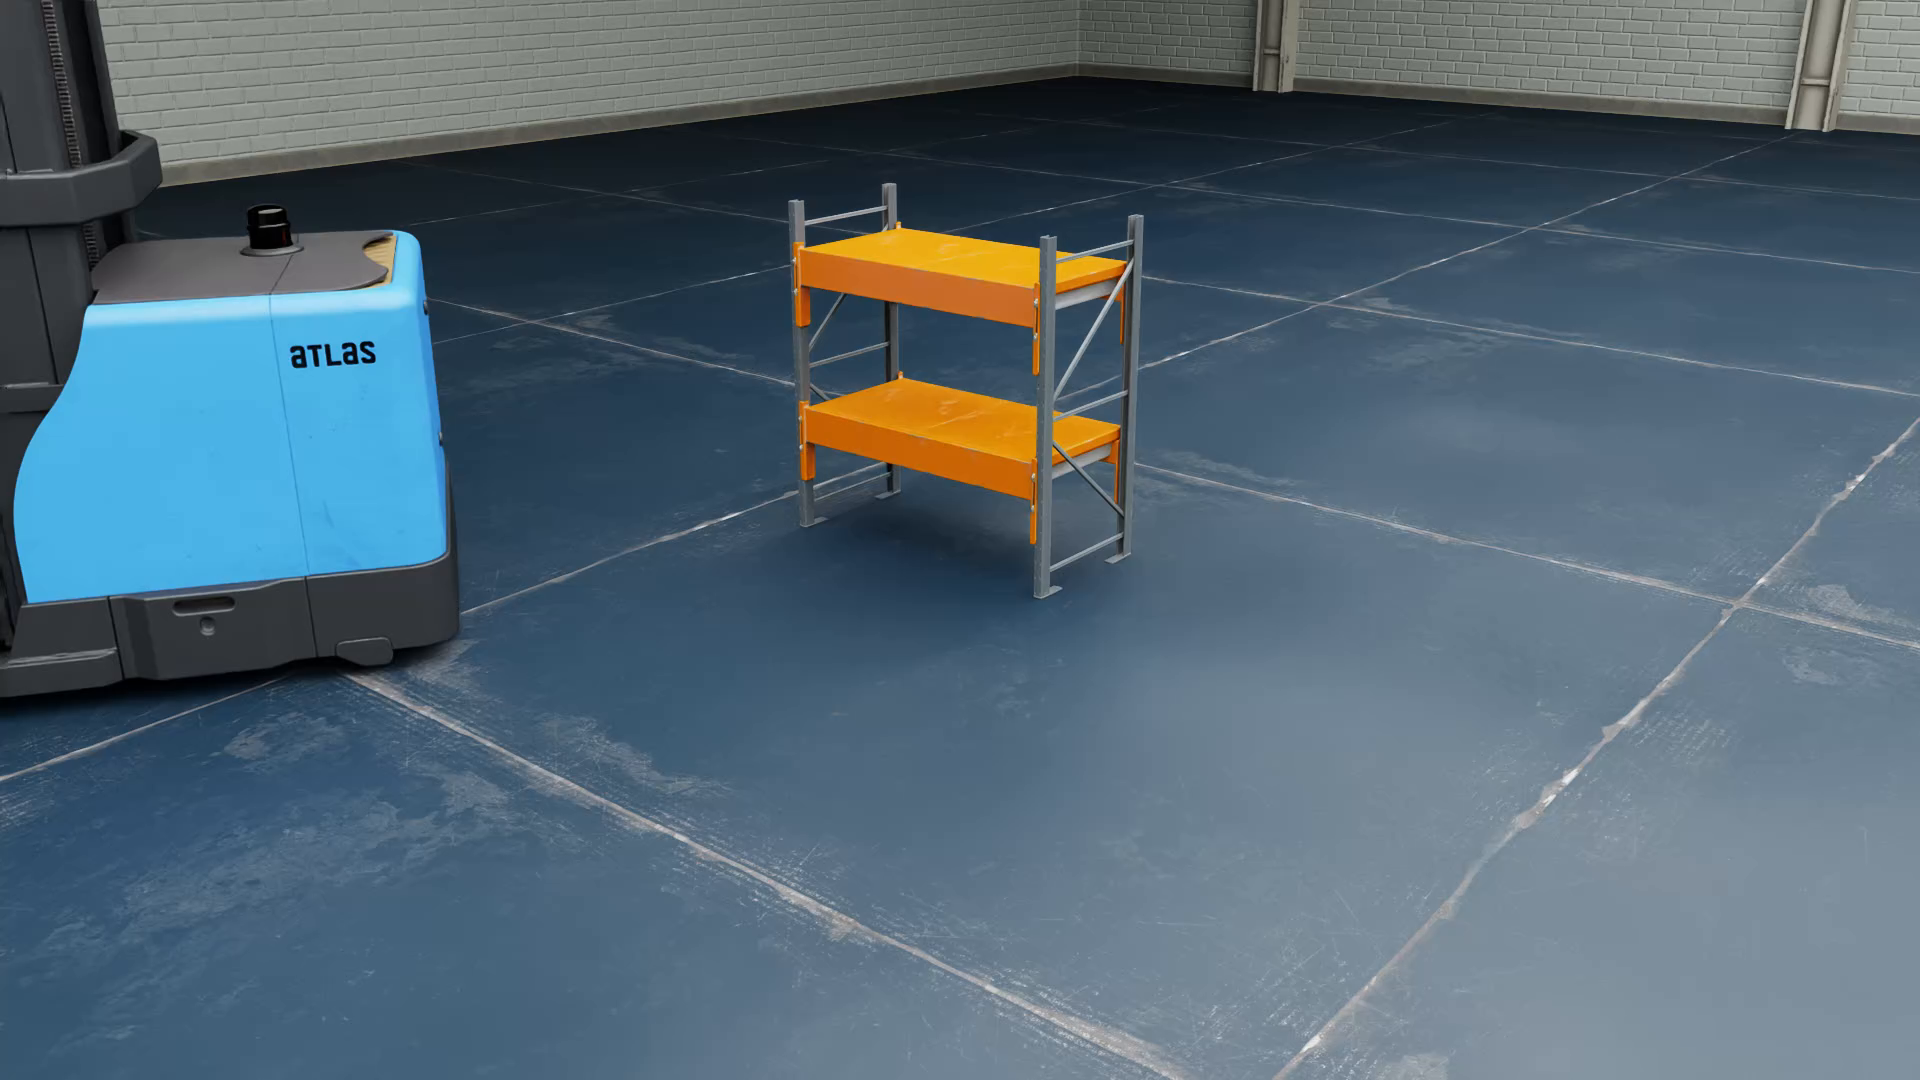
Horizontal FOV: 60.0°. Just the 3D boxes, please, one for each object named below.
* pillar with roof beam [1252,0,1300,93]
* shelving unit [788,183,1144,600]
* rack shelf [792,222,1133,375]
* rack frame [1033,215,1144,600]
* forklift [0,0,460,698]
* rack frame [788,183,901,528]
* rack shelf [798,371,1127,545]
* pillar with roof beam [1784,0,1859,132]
[{"bbox_3d":[1.047,-8.446,15.311,0.400,9.000,9.100,16,26,36],"label":"pillar with roof beam"},{"bbox_3d":[0.005,-0.525,5.466,1.048,1.125,0.538,16,26,36],"label":"shelving unit"},{"bbox_3d":[0.005,-0.799,5.362,1.000,0.278,0.538,16,26,36],"label":"rack shelf"},{"bbox_3d":[0.399,-0.411,5.165,0.032,1.125,0.500,16,26,36],"label":"rack frame"},{"bbox_3d":[-3.014,-1.042,4.277,3.031,2.935,1.130,-6,21,-15],"label":"forklift"},{"bbox_3d":[-0.389,-0.638,5.766,0.032,1.125,0.500,16,26,36],"label":"rack frame"},{"bbox_3d":[0.005,-0.296,5.552,1.000,0.278,0.538,16,26,36],"label":"rack shelf"},{"bbox_3d":[5.695,-7.107,11.761,0.400,9.000,9.100,16,26,36],"label":"pillar with roof beam"}]
